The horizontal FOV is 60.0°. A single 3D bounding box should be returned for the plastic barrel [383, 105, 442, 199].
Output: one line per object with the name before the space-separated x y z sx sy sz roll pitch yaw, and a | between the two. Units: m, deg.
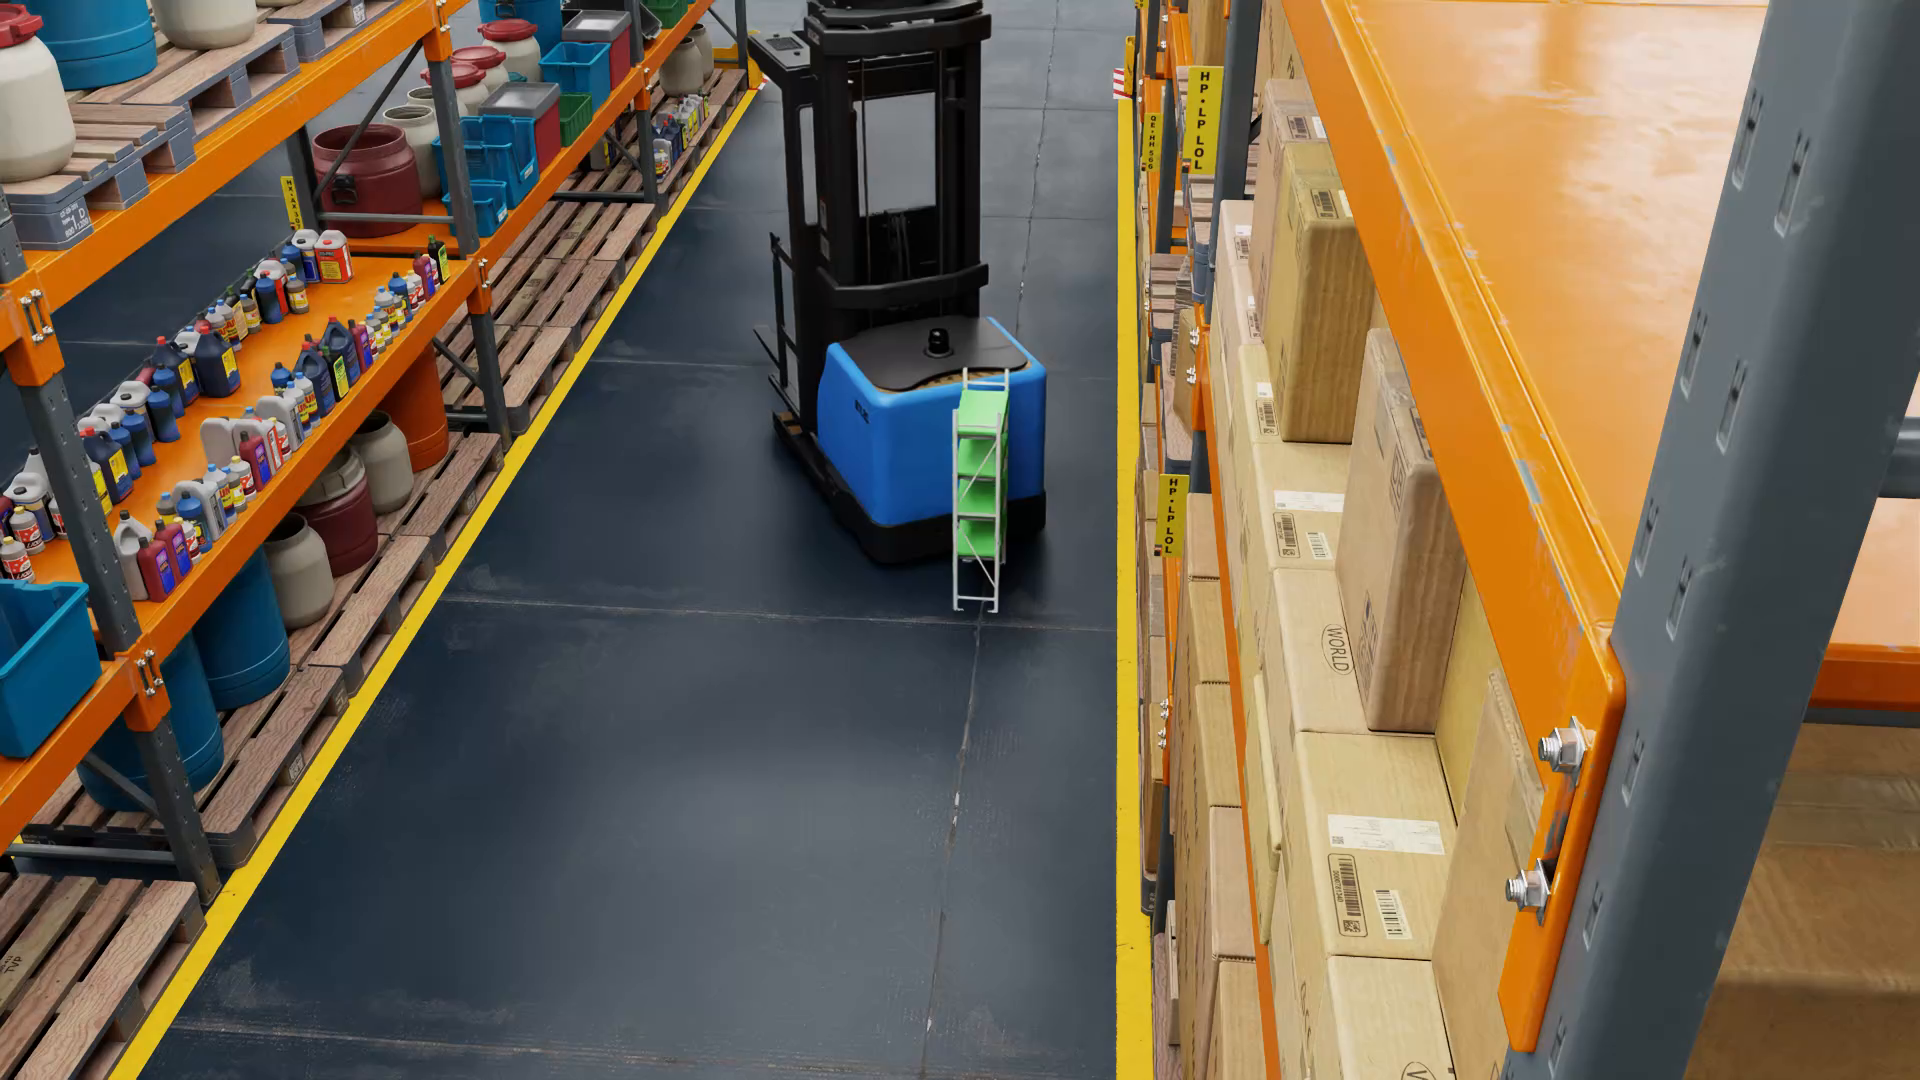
plastic barrel | -3.462 -2.466 10.566 0.421 0.512 0.421 0 32 0

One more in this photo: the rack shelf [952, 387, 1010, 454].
rack shelf | 0.111 -0.611 8.585 0.258 0.148 0.480 3 32 5

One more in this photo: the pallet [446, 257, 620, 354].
pallet | -3.129 -1.724 12.126 1.003 0.211 1.213 2 32 4

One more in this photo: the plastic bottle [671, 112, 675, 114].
plastic bottle | -2.587 -3.764 15.026 0.097 0.201 0.097 0 32 0

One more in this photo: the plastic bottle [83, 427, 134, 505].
plastic bottle | -3.751 -0.344 7.276 0.144 0.351 0.185 2 32 4

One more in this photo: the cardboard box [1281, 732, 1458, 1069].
cardboard box | 0.780 0.559 2.572 0.500 0.250 0.500 2 32 4

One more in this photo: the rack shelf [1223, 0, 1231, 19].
rack shelf | 1.441 -2.689 6.384 1.077 0.370 4.000 2 32 4

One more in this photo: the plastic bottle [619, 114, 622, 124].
plastic bottle | -3.168 -3.966 15.288 0.097 0.271 0.097 0 32 0

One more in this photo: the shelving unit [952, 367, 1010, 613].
shelving unit | 0.111 -0.257 8.804 0.258 1.200 0.503 3 32 5

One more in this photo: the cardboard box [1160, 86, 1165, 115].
cardboard box | 1.653 -3.188 12.083 0.380 0.149 0.250 2 32 4

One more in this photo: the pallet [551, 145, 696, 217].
pallet | -2.911 -3.125 14.400 1.003 0.211 1.213 2 32 4

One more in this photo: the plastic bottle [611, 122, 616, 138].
plastic bottle | -3.096 -3.621 14.717 0.061 0.283 0.133 2 32 4

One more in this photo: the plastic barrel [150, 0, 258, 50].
plastic barrel | -3.327 -2.451 7.260 0.433 0.535 0.433 0 32 0

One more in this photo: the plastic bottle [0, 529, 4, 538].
plastic bottle | -3.967 0.023 6.823 0.097 0.201 0.097 0 32 0

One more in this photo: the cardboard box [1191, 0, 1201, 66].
cardboard box | 1.560 -2.481 7.742 0.910 0.500 0.500 2 32 4

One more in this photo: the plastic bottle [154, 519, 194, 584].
plastic bottle | -3.193 0.027 6.739 0.061 0.283 0.133 2 32 4

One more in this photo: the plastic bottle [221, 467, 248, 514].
plastic bottle | -3.167 -0.222 7.221 0.097 0.201 0.097 0 32 0

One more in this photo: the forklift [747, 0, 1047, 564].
forklift | -0.541 -1.877 9.783 1.130 2.935 3.031 -12 34 -19

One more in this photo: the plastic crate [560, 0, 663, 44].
plastic crate | -2.838 -4.205 13.553 0.767 0.338 0.504 2 32 4

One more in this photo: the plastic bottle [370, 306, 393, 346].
plastic bottle | -3.027 -1.122 8.681 0.097 0.201 0.097 0 32 0

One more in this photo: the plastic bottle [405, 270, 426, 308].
plastic bottle | -2.987 -1.377 9.094 0.097 0.201 0.097 0 32 0

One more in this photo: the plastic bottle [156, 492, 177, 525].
plastic bottle | -3.337 -0.108 7.035 0.097 0.201 0.097 0 32 0

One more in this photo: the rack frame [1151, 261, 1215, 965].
rack frame | 1.278 0.434 5.967 1.000 3.000 0.127 2 32 4

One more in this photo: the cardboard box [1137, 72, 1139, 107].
cardboard box | 1.953 -4.316 15.896 0.500 0.250 0.500 2 32 4

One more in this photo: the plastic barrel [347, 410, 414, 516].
plastic barrel | -3.313 -0.435 9.348 0.421 0.512 0.421 0 32 0

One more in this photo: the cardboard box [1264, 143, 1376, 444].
cardboard box | 1.060 -0.538 3.637 0.700 0.500 0.500 2 32 4

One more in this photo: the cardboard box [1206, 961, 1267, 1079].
cardboard box | 0.792 1.277 3.550 0.500 0.500 0.500 3 32 5

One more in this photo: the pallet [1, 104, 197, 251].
pallet | -3.692 -1.390 6.248 1.213 0.211 1.003 2 32 4

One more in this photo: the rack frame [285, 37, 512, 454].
rack frame | -3.333 -1.871 9.707 1.000 3.000 0.127 2 32 4

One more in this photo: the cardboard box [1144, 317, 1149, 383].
cardboard box | 1.401 -1.189 10.286 0.500 0.311 0.500 3 32 5

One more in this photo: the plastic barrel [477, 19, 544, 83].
plastic barrel | -3.304 -3.530 12.269 0.433 0.535 0.433 0 32 0

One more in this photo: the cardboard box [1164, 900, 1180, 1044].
cardboard box | 1.028 1.602 6.216 0.500 0.311 0.500 2 32 4

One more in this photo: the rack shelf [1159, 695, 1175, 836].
rack shelf | 1.115 1.786 4.459 1.077 0.370 4.000 2 32 4

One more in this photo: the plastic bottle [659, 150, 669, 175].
plastic bottle | -2.528 -3.213 14.133 0.097 0.201 0.097 0 32 0

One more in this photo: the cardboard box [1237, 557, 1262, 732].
cardboard box | 0.867 0.249 3.551 0.500 0.250 0.500 2 32 4

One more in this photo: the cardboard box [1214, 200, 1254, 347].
cardboard box | 0.991 -0.748 4.693 0.500 0.250 0.500 2 32 4

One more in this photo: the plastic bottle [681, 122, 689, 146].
plastic bottle | -2.466 -3.609 14.775 0.097 0.201 0.097 0 32 0

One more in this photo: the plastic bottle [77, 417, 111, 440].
plastic bottle | -3.878 -0.401 7.441 0.152 0.276 0.135 2 32 4

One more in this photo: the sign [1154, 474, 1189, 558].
sign | 0.725 -0.081 5.698 0.100 0.325 0.005 2 32 4

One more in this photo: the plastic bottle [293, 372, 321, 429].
plastic bottle | -3.102 -0.666 7.875 0.097 0.271 0.097 0 32 0

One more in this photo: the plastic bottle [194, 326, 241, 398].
plastic bottle | -3.658 -0.893 8.167 0.144 0.351 0.185 2 32 4

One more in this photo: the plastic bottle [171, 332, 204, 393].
plastic bottle | -3.803 -0.881 8.218 0.152 0.276 0.135 2 32 4

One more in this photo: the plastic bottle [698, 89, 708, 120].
plastic bottle | -2.386 -4.044 15.403 0.061 0.283 0.133 3 32 5

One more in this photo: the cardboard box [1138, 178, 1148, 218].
cardboard box | 1.601 -2.529 12.461 0.500 0.311 0.500 2 32 3

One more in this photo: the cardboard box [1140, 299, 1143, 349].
cardboard box | 1.486 -1.484 11.299 0.500 0.250 0.500 3 32 5

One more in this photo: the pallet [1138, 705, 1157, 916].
pallet | 1.307 1.194 7.391 1.003 0.211 1.213 2 32 4

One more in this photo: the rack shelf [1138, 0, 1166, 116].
rack shelf | 2.092 -4.489 14.641 1.077 0.370 4.000 2 32 4

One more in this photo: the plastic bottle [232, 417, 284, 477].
plastic bottle | -3.166 -0.437 7.498 0.152 0.276 0.135 2 32 4

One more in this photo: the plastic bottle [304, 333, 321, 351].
plastic bottle | -3.192 -0.904 8.248 0.061 0.283 0.133 2 32 4

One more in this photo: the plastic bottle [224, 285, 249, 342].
plastic bottle | -3.803 -1.178 8.694 0.061 0.283 0.133 2 32 4

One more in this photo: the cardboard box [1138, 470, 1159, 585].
cardboard box | 1.199 -0.019 8.665 0.500 0.500 0.500 2 32 3

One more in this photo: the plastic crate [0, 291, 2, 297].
plastic crate | -3.392 -0.732 5.202 0.450 0.188 0.662 2 32 4

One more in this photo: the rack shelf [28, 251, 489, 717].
rack shelf | -3.496 -0.519 8.199 1.077 0.370 4.000 2 32 4

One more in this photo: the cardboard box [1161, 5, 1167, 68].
cardboard box | 1.959 -4.024 13.106 0.700 0.500 0.500 2 32 3

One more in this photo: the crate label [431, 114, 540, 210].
crate label | -2.983 -2.394 10.522 0.502 0.435 0.616 2 32 4

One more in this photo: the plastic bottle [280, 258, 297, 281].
plastic bottle | -3.735 -1.464 9.236 0.097 0.201 0.097 0 32 0
